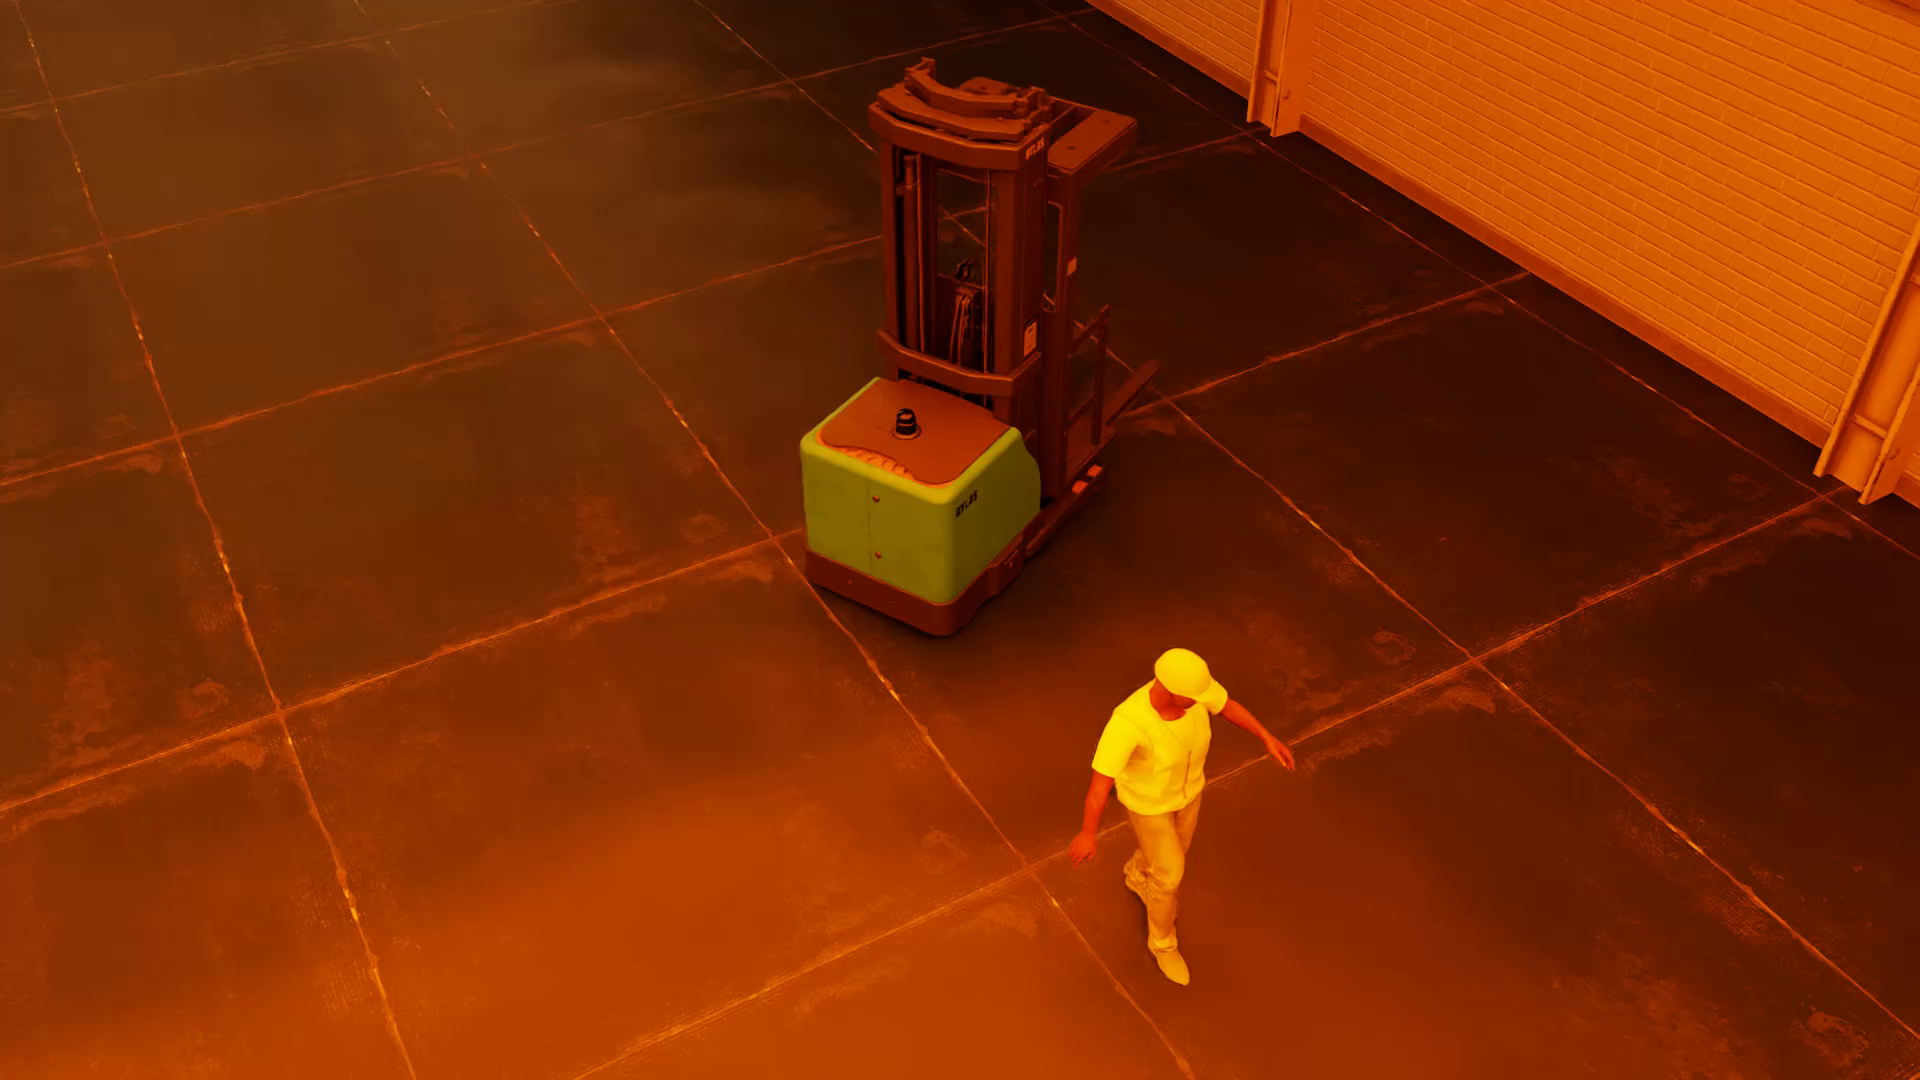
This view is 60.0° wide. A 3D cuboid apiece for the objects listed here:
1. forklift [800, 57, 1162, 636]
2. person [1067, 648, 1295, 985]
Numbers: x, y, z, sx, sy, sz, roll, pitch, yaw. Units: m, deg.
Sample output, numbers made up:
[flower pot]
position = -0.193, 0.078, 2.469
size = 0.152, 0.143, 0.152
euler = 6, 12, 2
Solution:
[forklift]
position = 0.298, -1.488, 9.830
size = 1.130, 2.935, 3.031
euler = 22, 45, 24
[person]
position = 0.971, 1.219, 7.532
size = 1.048, 1.780, 0.656
euler = -28, 47, -30
